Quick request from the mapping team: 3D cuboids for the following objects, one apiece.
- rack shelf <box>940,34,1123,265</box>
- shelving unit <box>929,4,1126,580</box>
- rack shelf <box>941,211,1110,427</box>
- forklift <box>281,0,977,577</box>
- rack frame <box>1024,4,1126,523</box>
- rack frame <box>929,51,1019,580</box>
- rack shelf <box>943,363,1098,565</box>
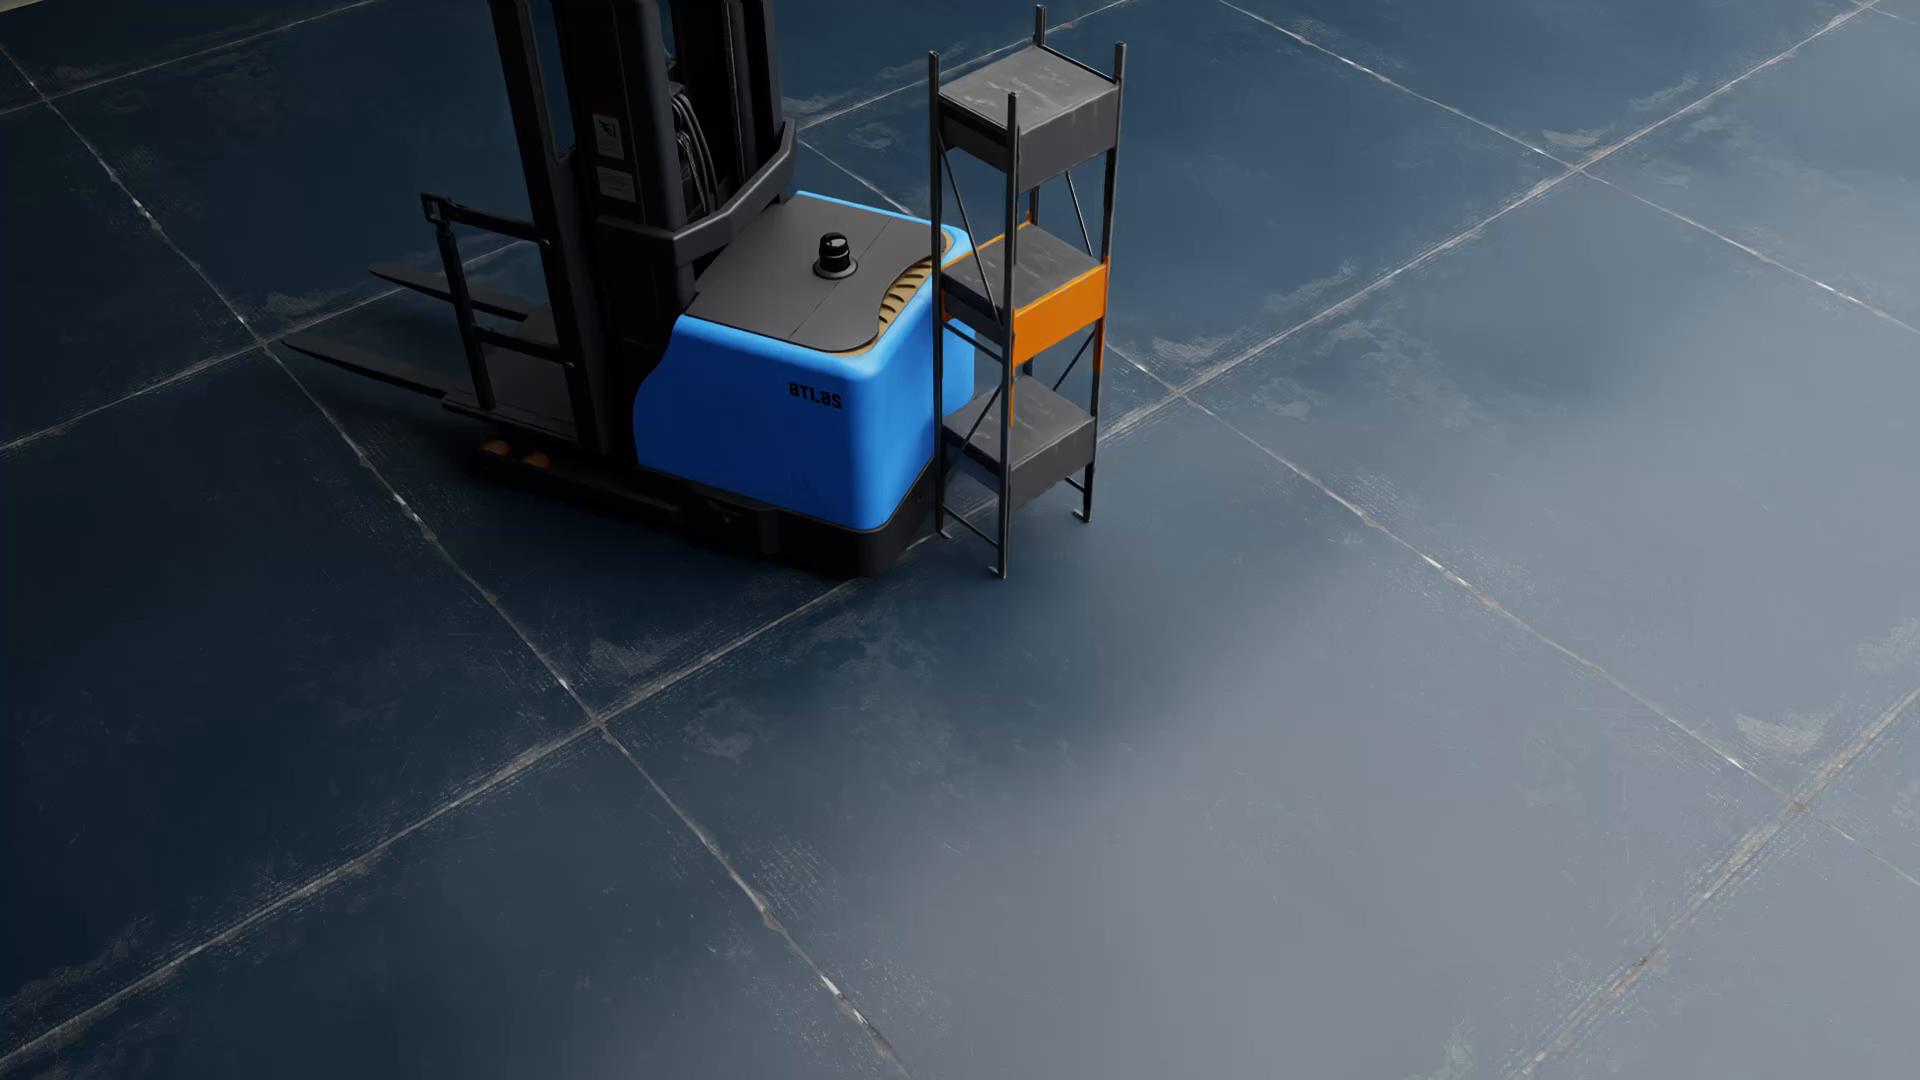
[{"bbox_3d":[0.219,-1.324,5.624,0.480,0.518,0.431,-33,52,-30],"label":"rack shelf"},{"bbox_3d":[0.219,-0.824,6.093,0.503,2.100,0.431,-33,52,-30],"label":"shelving unit"},{"bbox_3d":[0.219,-0.814,6.103,0.480,0.518,0.431,-33,52,-30],"label":"rack shelf"},{"bbox_3d":[-1.492,-1.588,6.300,3.031,2.935,1.130,17,46,17],"label":"forklift"},{"bbox_3d":[0.397,-0.938,6.215,0.015,2.100,0.400,-33,52,-30],"label":"rack frame"},{"bbox_3d":[0.041,-0.710,5.972,0.015,2.100,0.400,-33,52,-30],"label":"rack frame"},{"bbox_3d":[0.219,-0.304,6.582,0.480,0.518,0.431,-33,52,-30],"label":"rack shelf"}]
